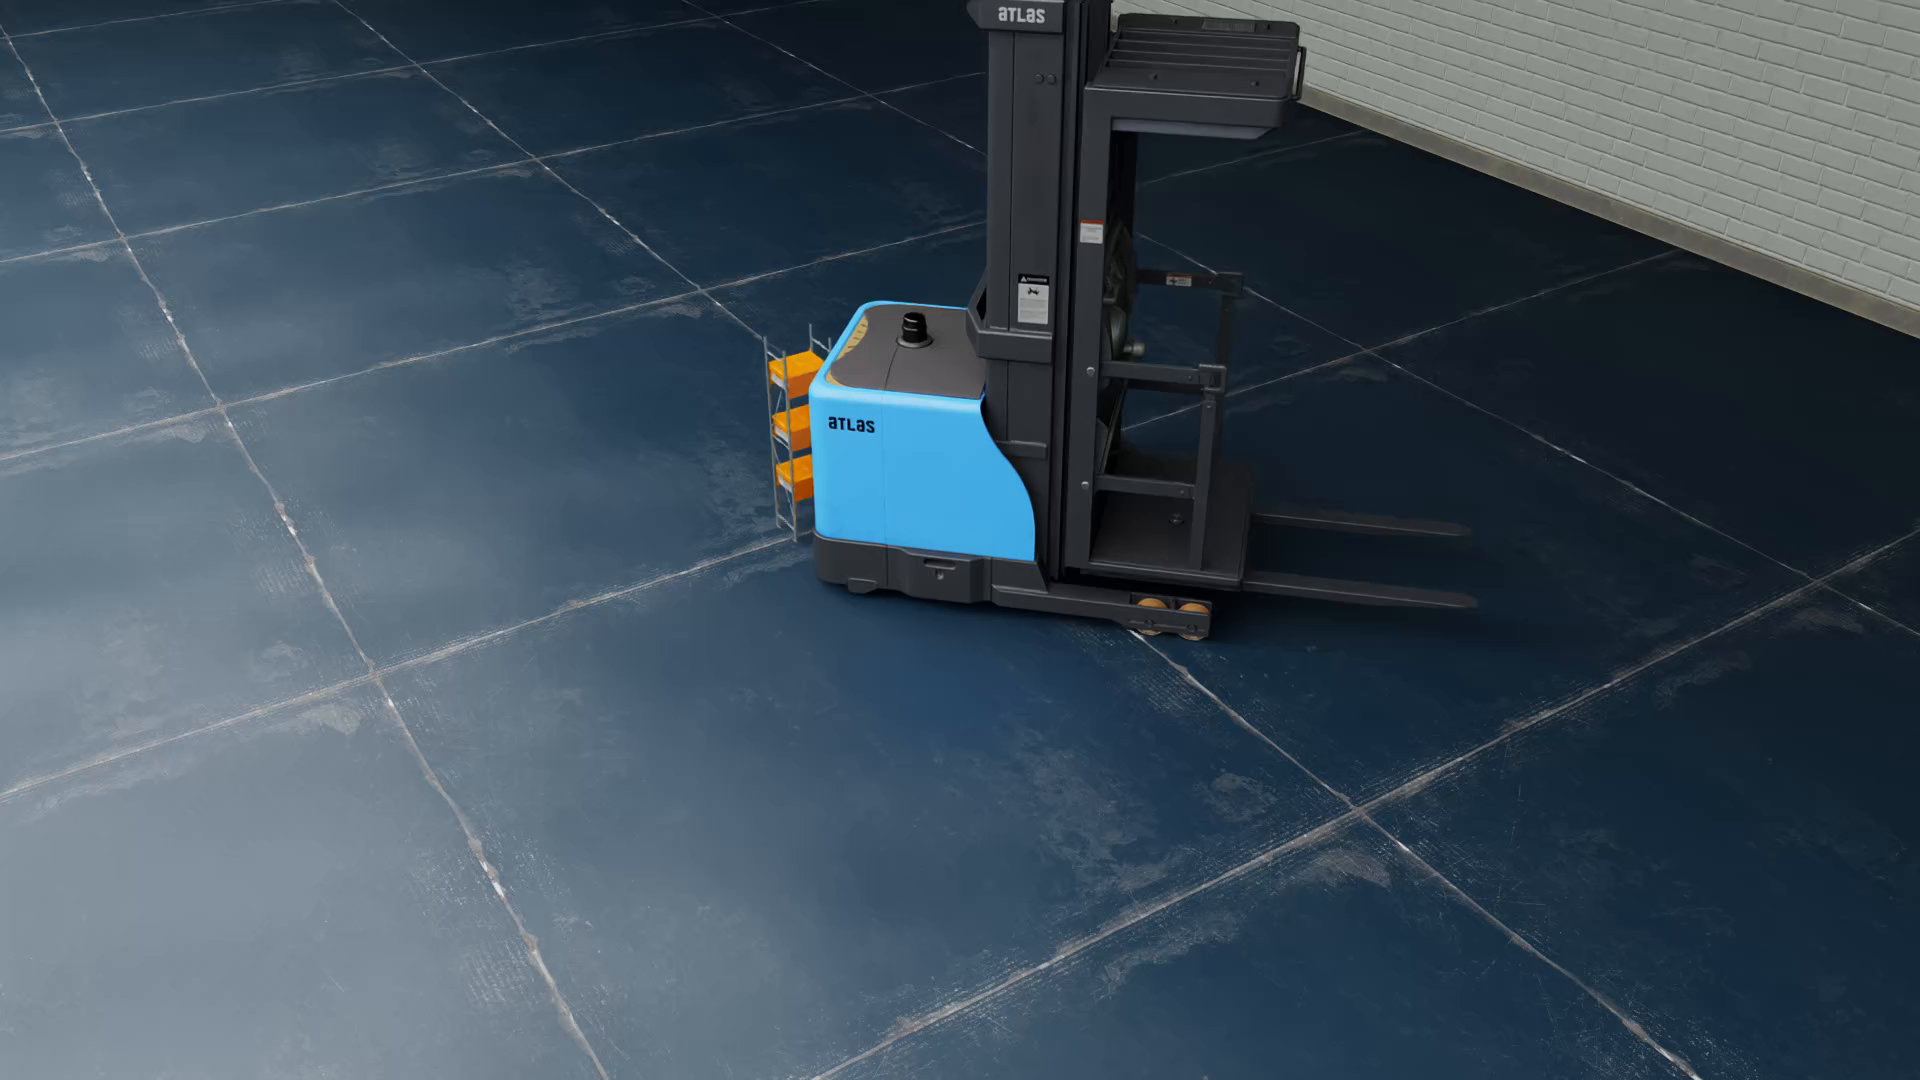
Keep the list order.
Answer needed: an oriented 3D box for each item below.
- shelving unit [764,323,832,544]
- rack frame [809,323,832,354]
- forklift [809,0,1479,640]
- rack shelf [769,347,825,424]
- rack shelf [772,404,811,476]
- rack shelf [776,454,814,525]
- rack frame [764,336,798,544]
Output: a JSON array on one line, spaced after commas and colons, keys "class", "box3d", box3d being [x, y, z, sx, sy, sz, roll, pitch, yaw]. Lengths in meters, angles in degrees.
[{"class": "shelving unit", "box3d": [-0.761, -0.507, 8.070, 0.252, 1.050, 0.215, -20, 37, -28]}, {"class": "rack frame", "box3d": [-0.660, -0.543, 8.127, 0.008, 1.050, 0.200, -20, 37, -28]}, {"class": "forklift", "box3d": [0.885, -1.097, 7.241, 3.031, 2.935, 1.130, 6, 33, 10]}, {"class": "rack shelf", "box3d": [-0.761, -0.738, 7.924, 0.240, 0.259, 0.215, -20, 37, -28]}, {"class": "rack shelf", "box3d": [-0.761, -0.498, 8.075, 0.240, 0.259, 0.215, -20, 37, -28]}, {"class": "rack shelf", "box3d": [-0.761, -0.263, 8.224, 0.240, 0.259, 0.215, -20, 37, -28]}, {"class": "rack frame", "box3d": [-0.862, -0.471, 8.012, 0.008, 1.050, 0.200, -20, 37, -28]}]
